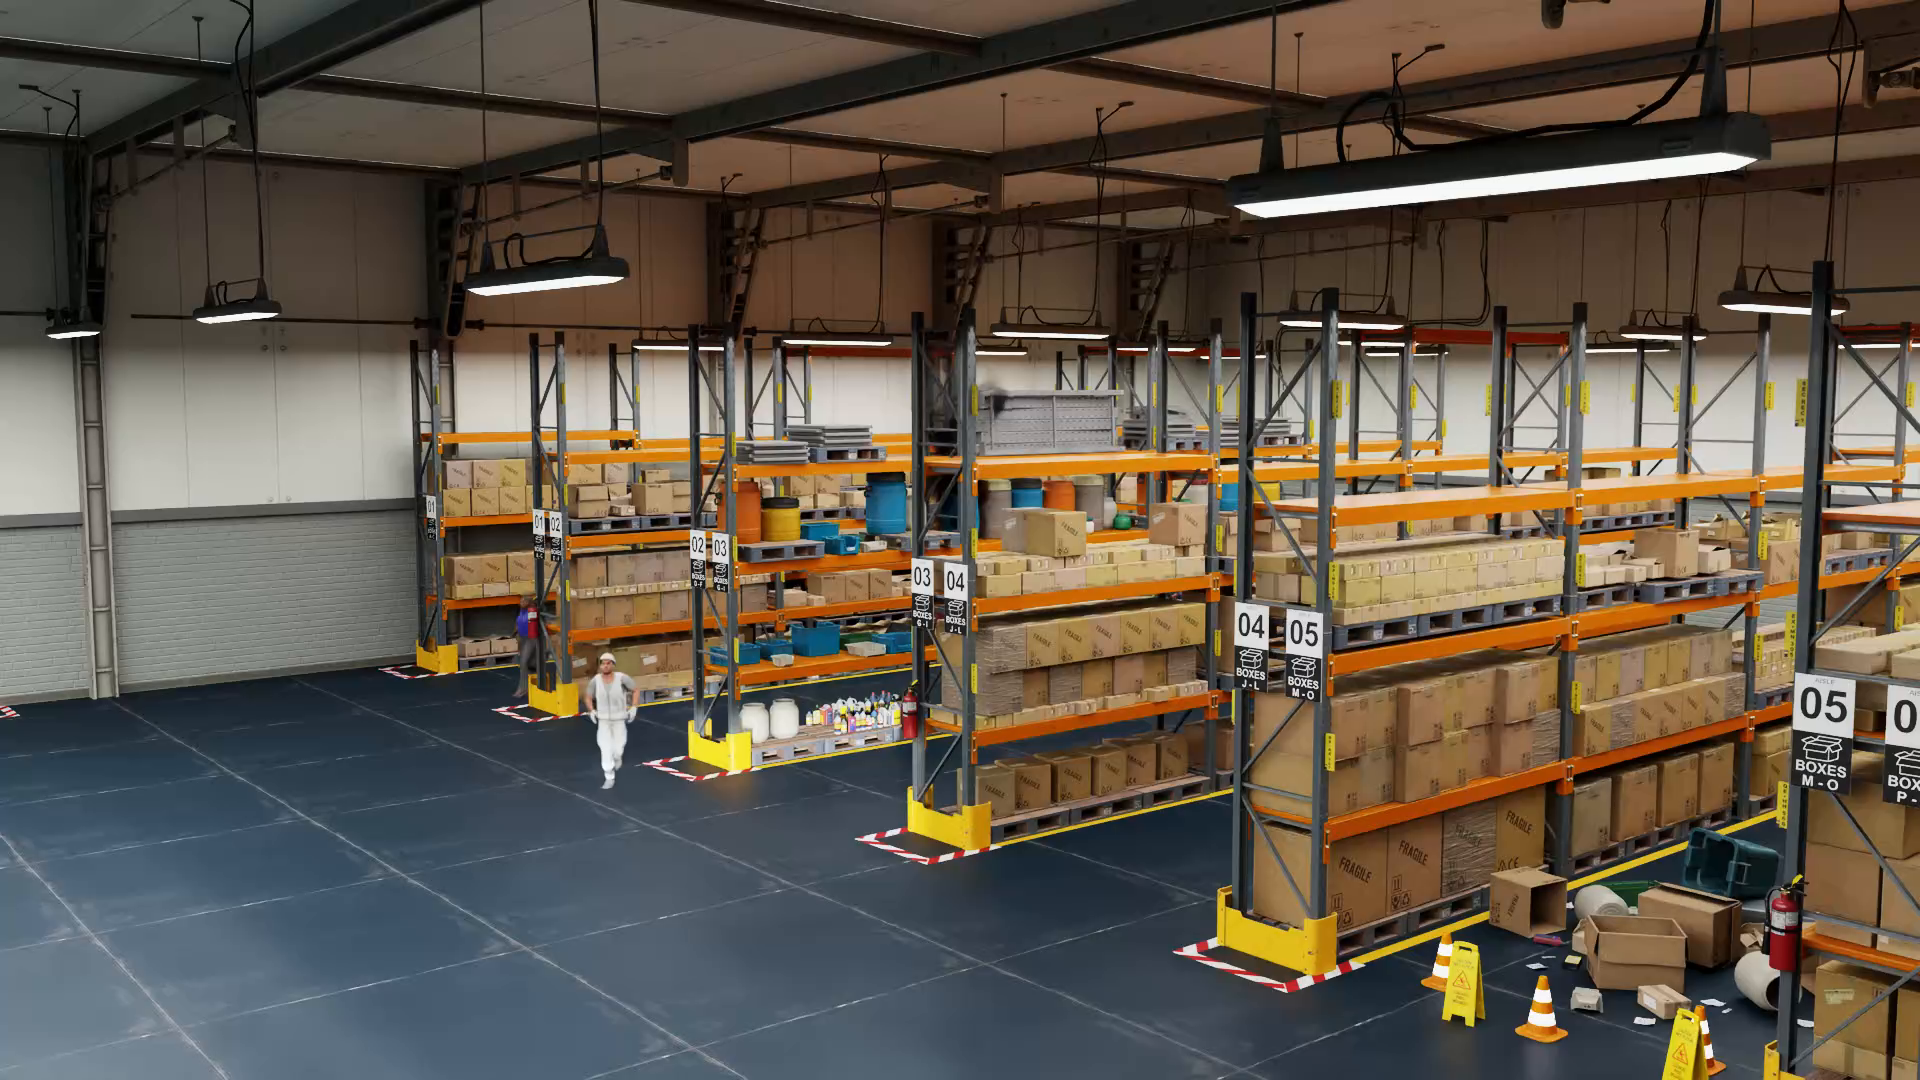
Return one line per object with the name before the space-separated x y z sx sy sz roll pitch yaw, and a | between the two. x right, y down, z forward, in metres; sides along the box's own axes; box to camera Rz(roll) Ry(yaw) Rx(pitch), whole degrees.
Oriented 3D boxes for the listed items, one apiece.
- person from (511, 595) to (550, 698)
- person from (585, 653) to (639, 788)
person | -7.218 1.765 27.945 0.623 1.692 0.871 5 7 40
person | -4.499 2.317 21.504 0.685 1.751 0.666 0 5 -4
